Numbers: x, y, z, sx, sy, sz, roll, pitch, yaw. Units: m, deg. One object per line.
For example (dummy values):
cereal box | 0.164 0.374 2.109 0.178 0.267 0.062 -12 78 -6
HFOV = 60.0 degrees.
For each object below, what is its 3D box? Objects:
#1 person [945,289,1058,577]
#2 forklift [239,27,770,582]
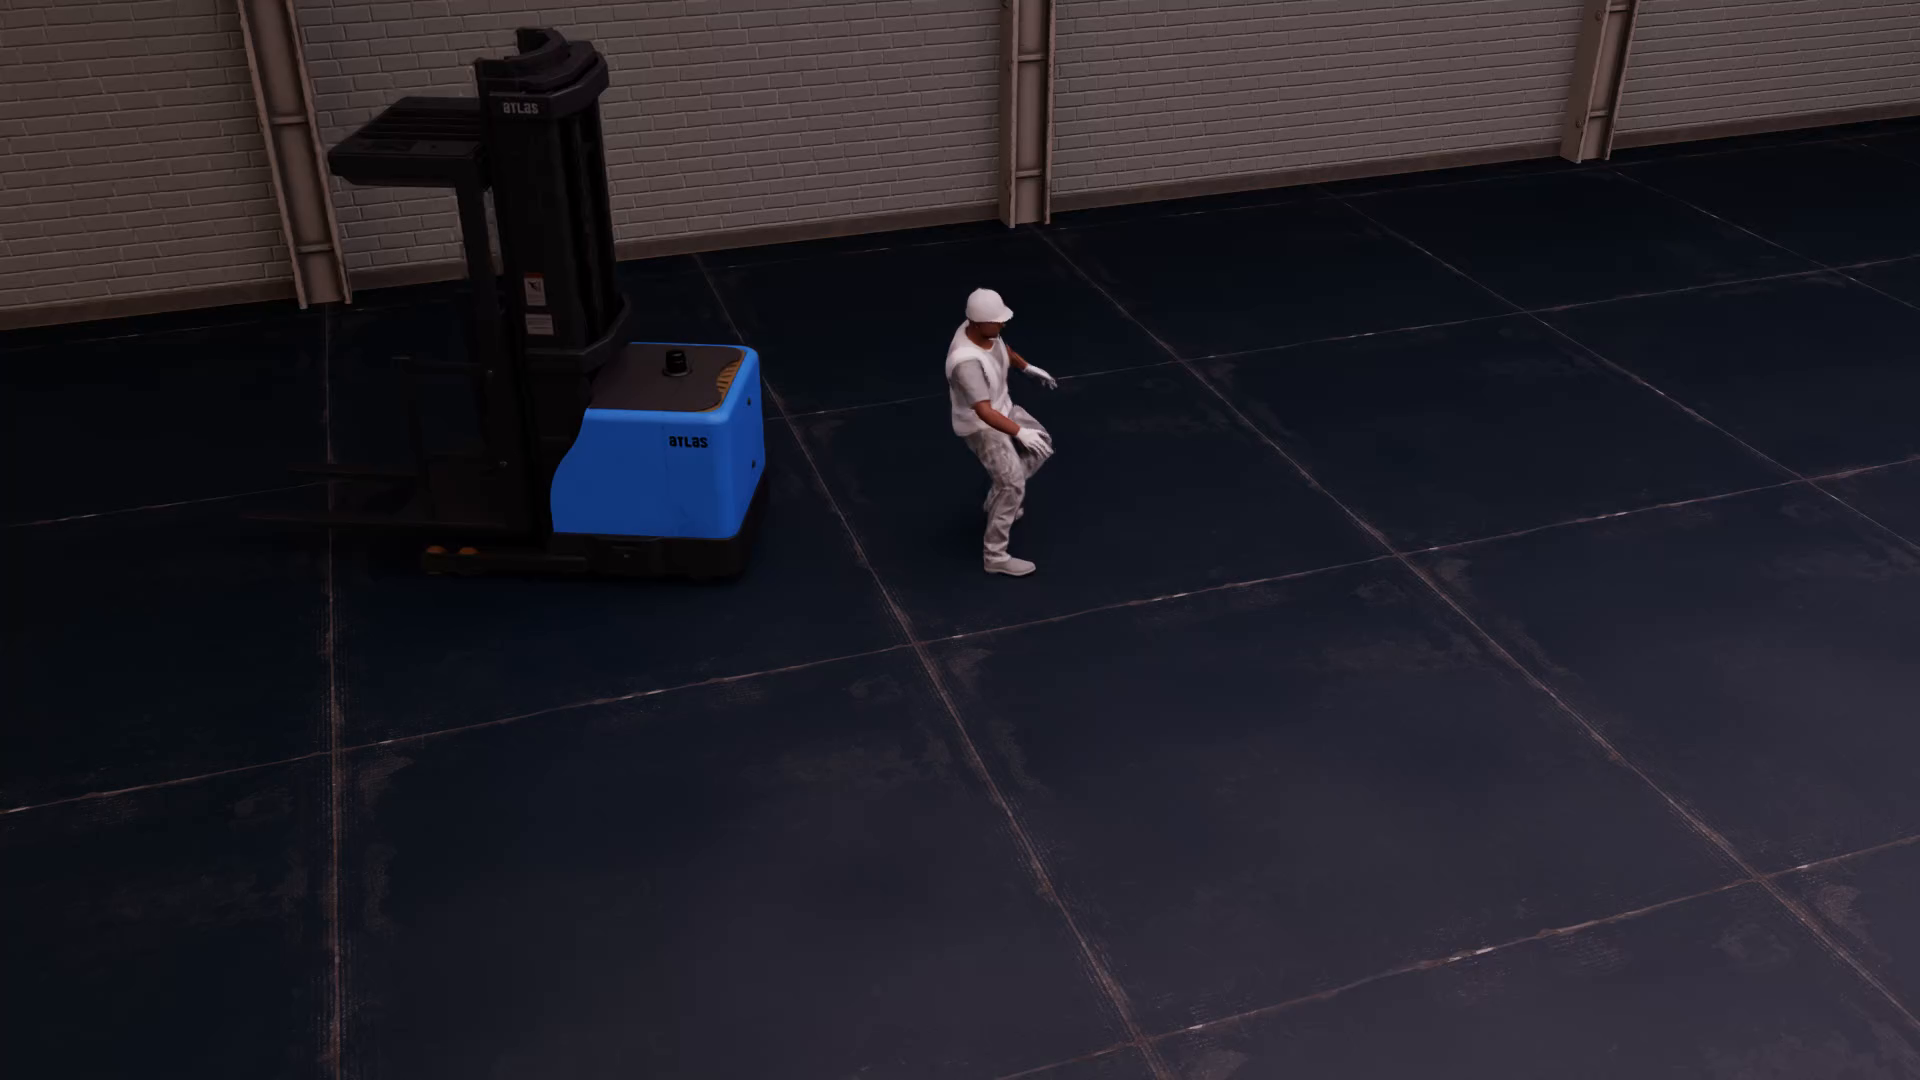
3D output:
person | 0.288 -0.701 9.620 0.713 1.627 0.872 8 31 14
forklift | -2.725 -1.318 9.378 3.031 2.935 1.130 2 30 4
